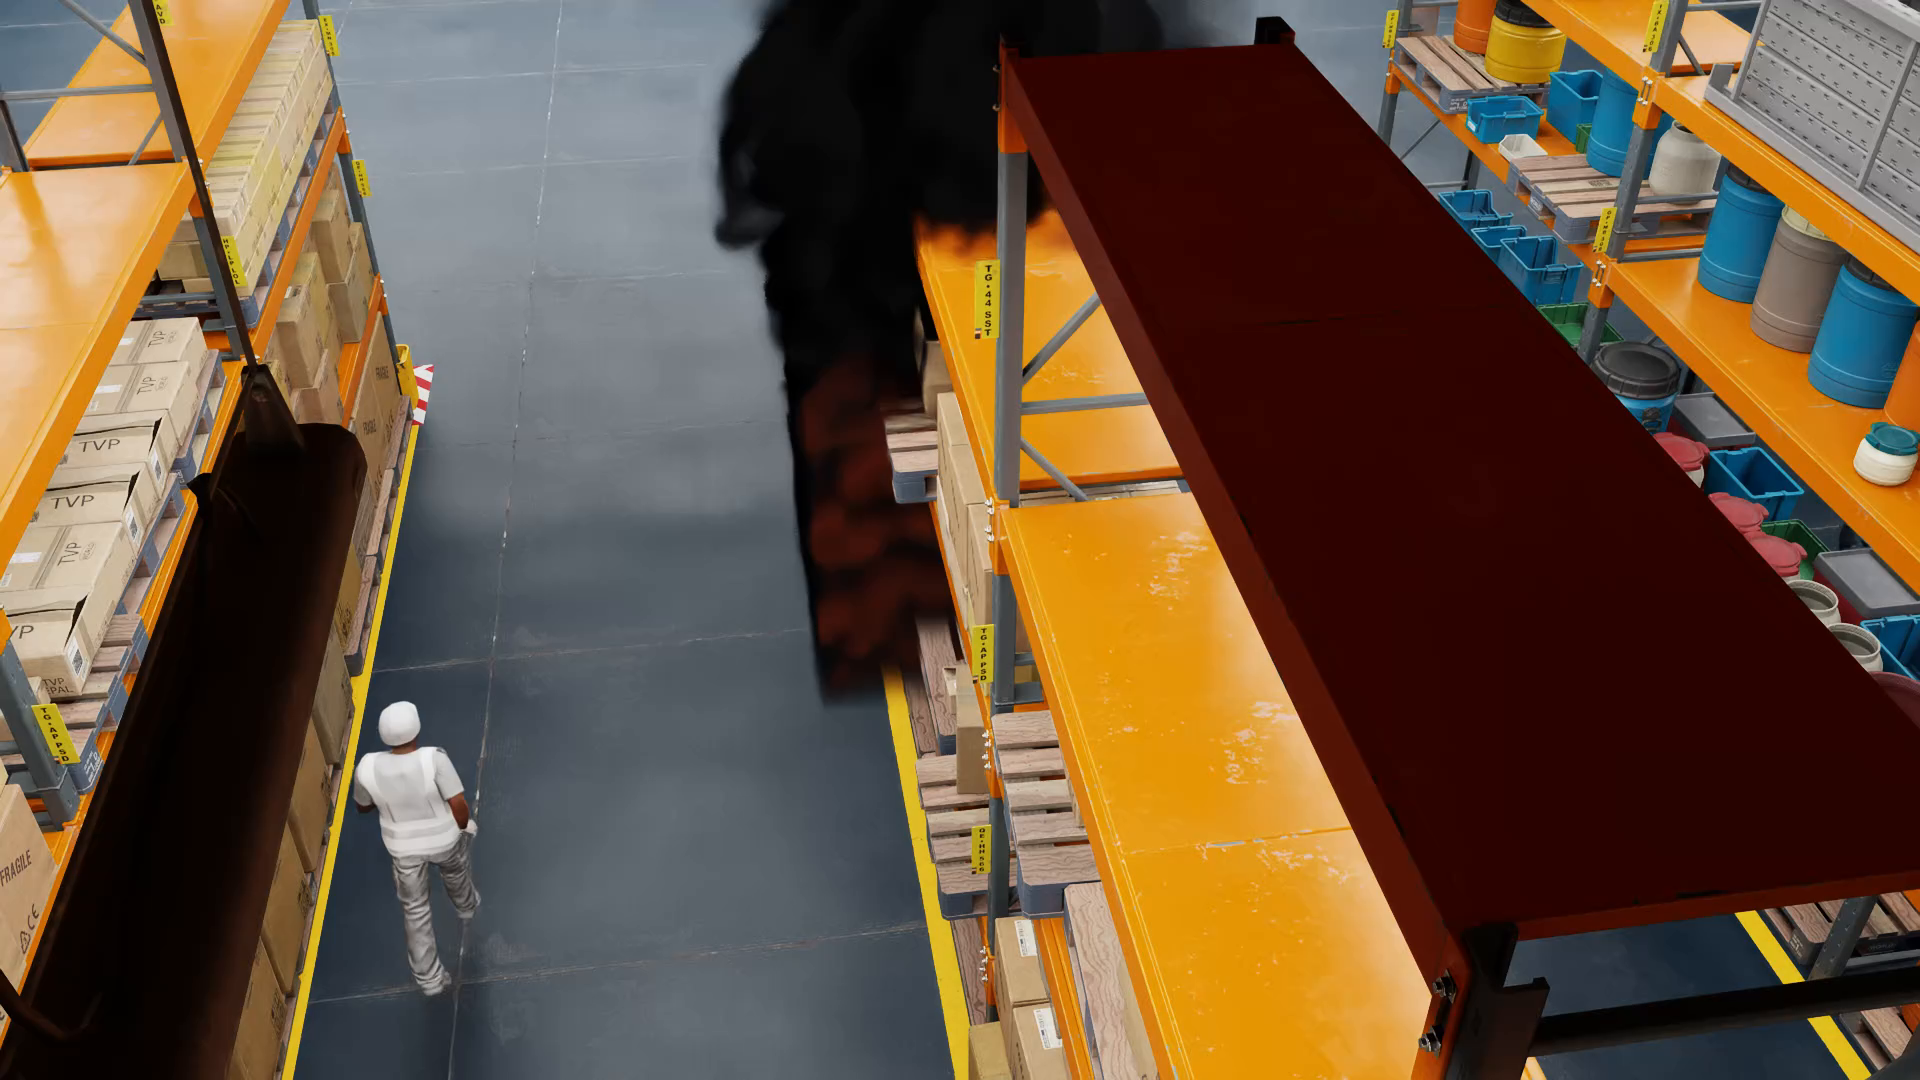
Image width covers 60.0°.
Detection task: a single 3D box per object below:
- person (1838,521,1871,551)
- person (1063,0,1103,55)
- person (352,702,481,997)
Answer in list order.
[{"bbox_3d":[6.595,-0.272,11.858,0.697,1.755,0.703,-11,38,-14],"label":"person"},{"bbox_3d":[1.598,-6.576,20.920,0.692,1.785,0.681,2,36,3],"label":"person"},{"bbox_3d":[-2.961,1.667,9.183,0.625,1.811,0.917,-7,37,-9],"label":"person"}]
